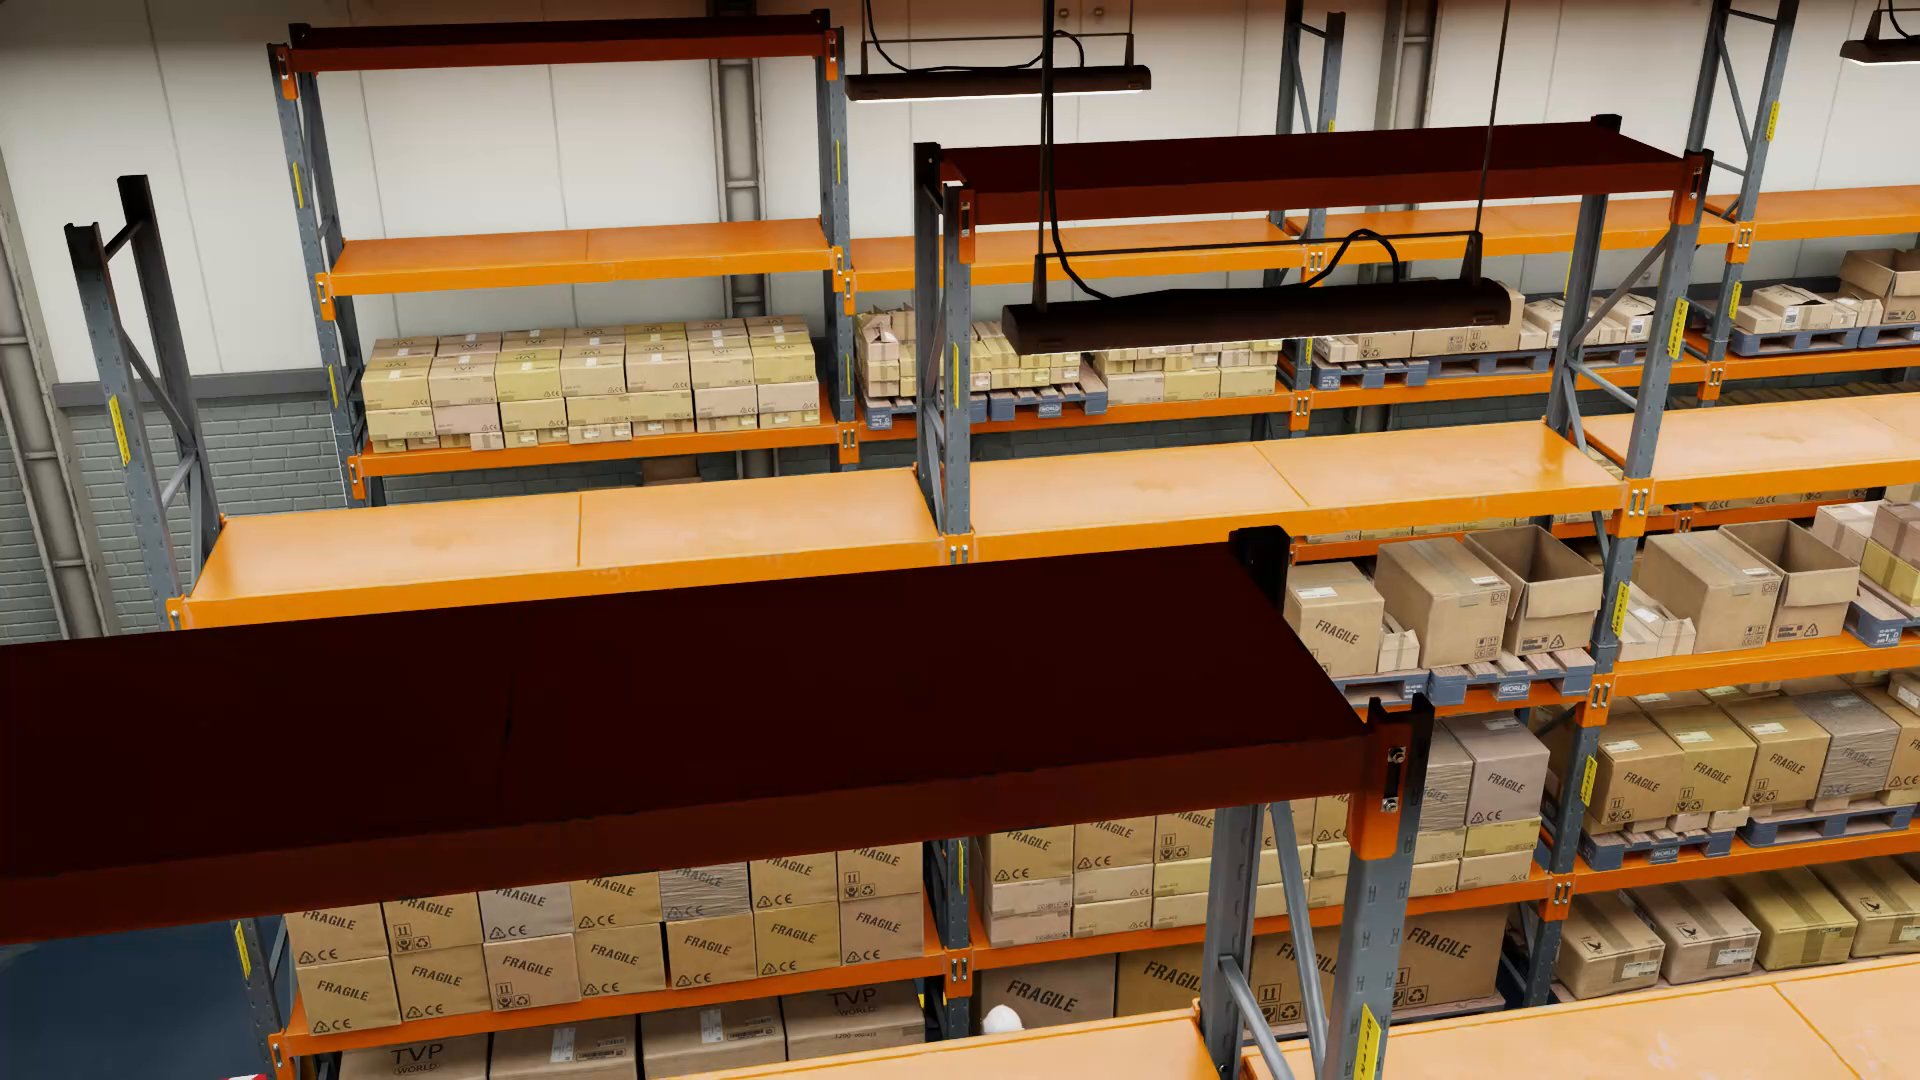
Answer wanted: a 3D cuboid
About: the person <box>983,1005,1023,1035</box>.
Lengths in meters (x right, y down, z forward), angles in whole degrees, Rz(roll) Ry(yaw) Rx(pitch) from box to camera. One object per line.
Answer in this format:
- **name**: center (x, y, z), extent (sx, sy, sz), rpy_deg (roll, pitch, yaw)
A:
- **person**: center (0.226, 3.322, 9.384), extent (0.486, 1.767, 0.627), rpy_deg (20, 32, 35)
